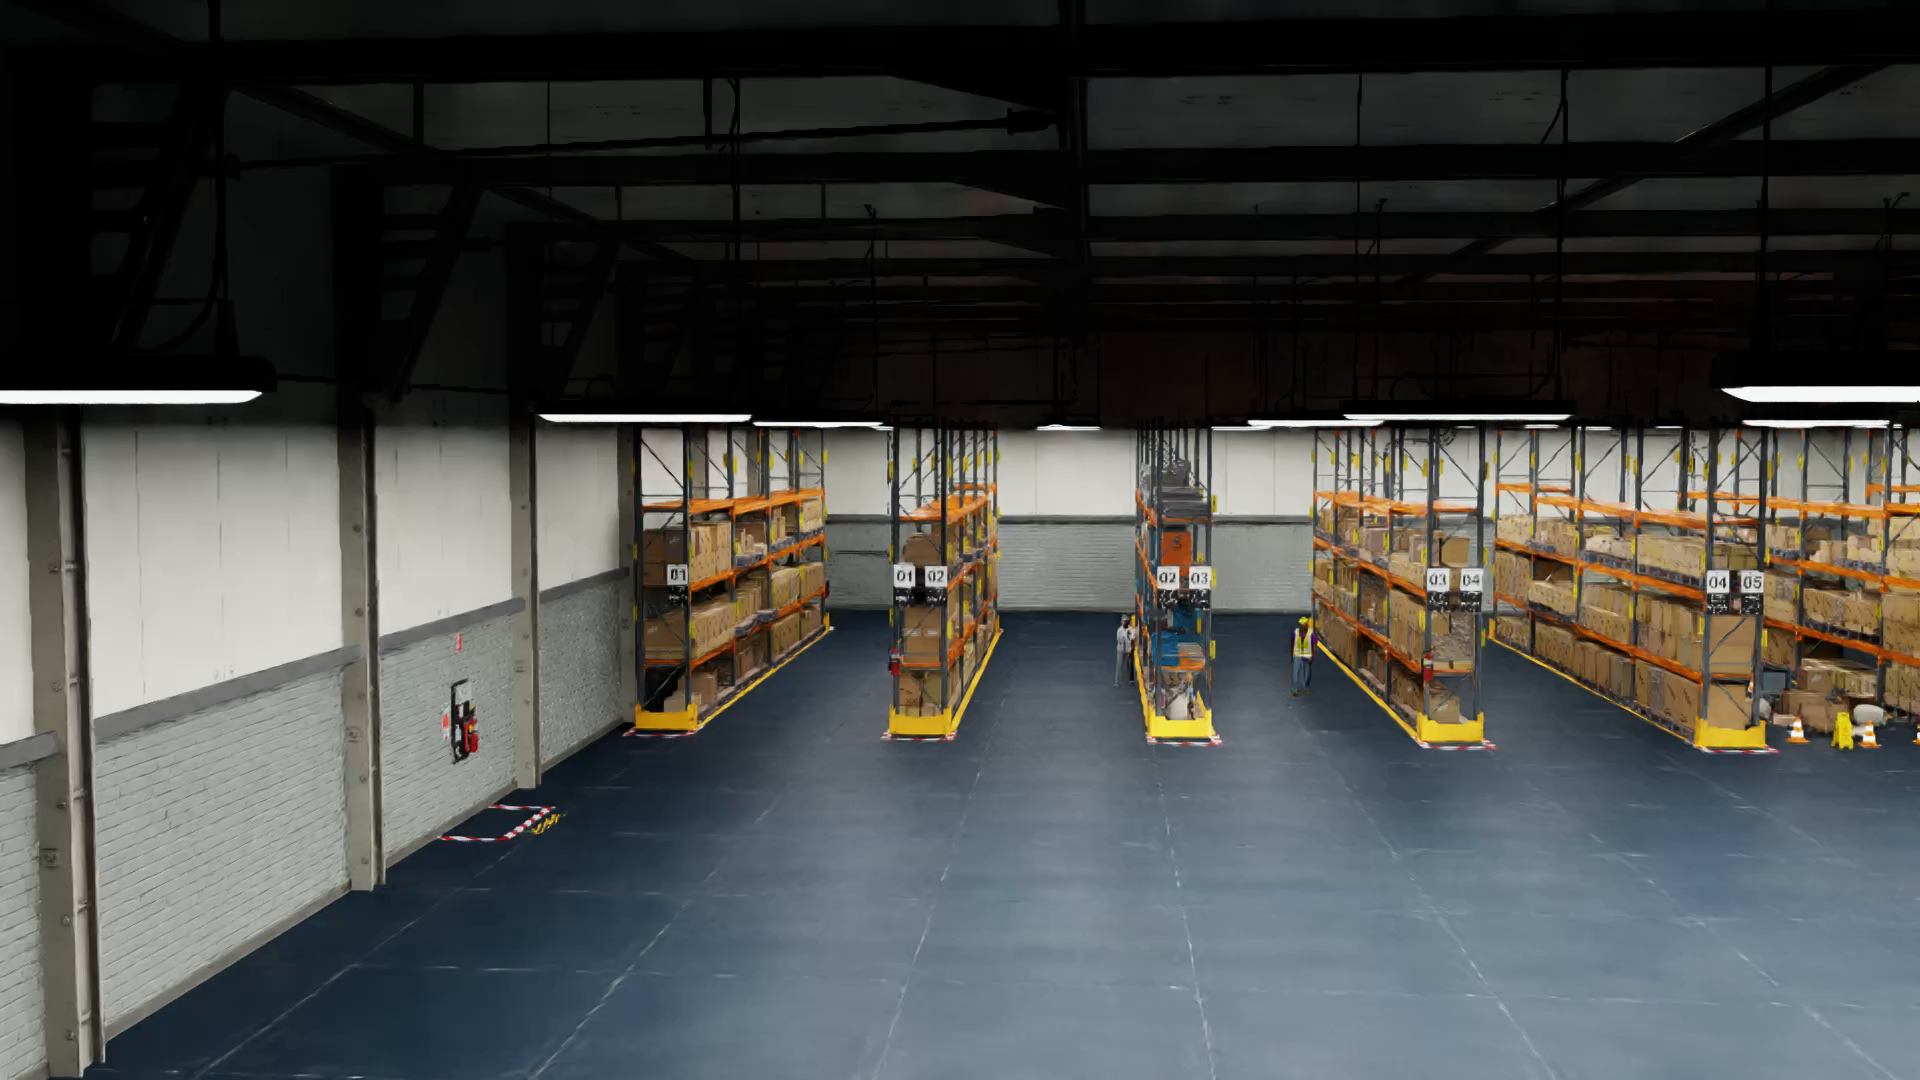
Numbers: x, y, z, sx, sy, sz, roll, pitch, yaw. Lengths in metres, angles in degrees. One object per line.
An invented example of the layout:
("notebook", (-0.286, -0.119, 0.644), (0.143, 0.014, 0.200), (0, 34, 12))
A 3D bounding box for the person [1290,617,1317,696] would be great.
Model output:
("person", (7.446, 2.507, 36.056), (0.570, 1.706, 1.041), (1, 4, 14))

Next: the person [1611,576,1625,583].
("person", (19.255, 1.717, 48.601), (0.465, 1.684, 0.583), (-2, 4, -31))

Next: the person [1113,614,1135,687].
("person", (3.716, 2.466, 37.237), (0.443, 1.616, 0.993), (1, 4, 14))
